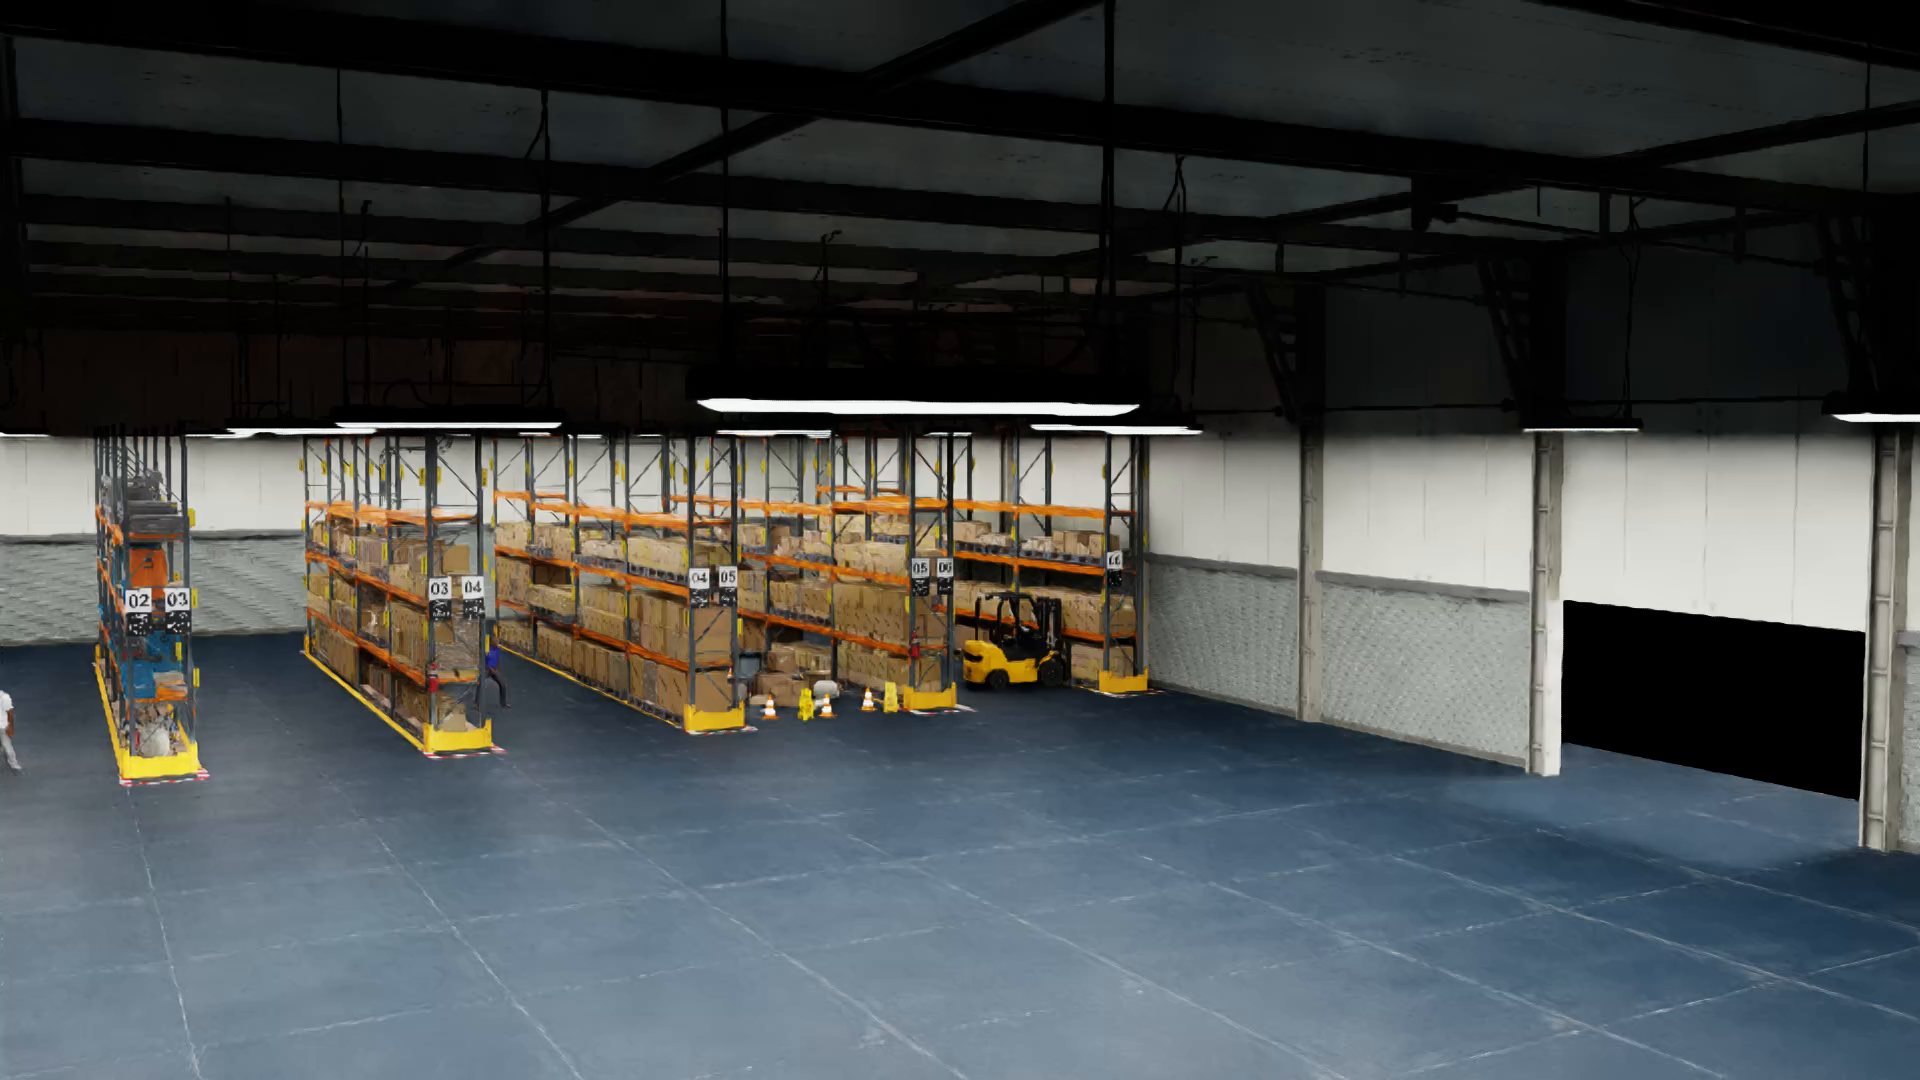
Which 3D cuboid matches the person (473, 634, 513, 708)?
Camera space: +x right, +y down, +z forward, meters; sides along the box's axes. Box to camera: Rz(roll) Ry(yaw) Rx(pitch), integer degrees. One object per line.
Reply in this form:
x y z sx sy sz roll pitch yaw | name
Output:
-9.977 2.788 35.369 0.822 1.572 0.621 3 5 44 | person

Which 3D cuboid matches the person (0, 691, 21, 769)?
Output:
-16.443 3.158 28.335 0.617 1.715 0.972 0 3 -8 | person
